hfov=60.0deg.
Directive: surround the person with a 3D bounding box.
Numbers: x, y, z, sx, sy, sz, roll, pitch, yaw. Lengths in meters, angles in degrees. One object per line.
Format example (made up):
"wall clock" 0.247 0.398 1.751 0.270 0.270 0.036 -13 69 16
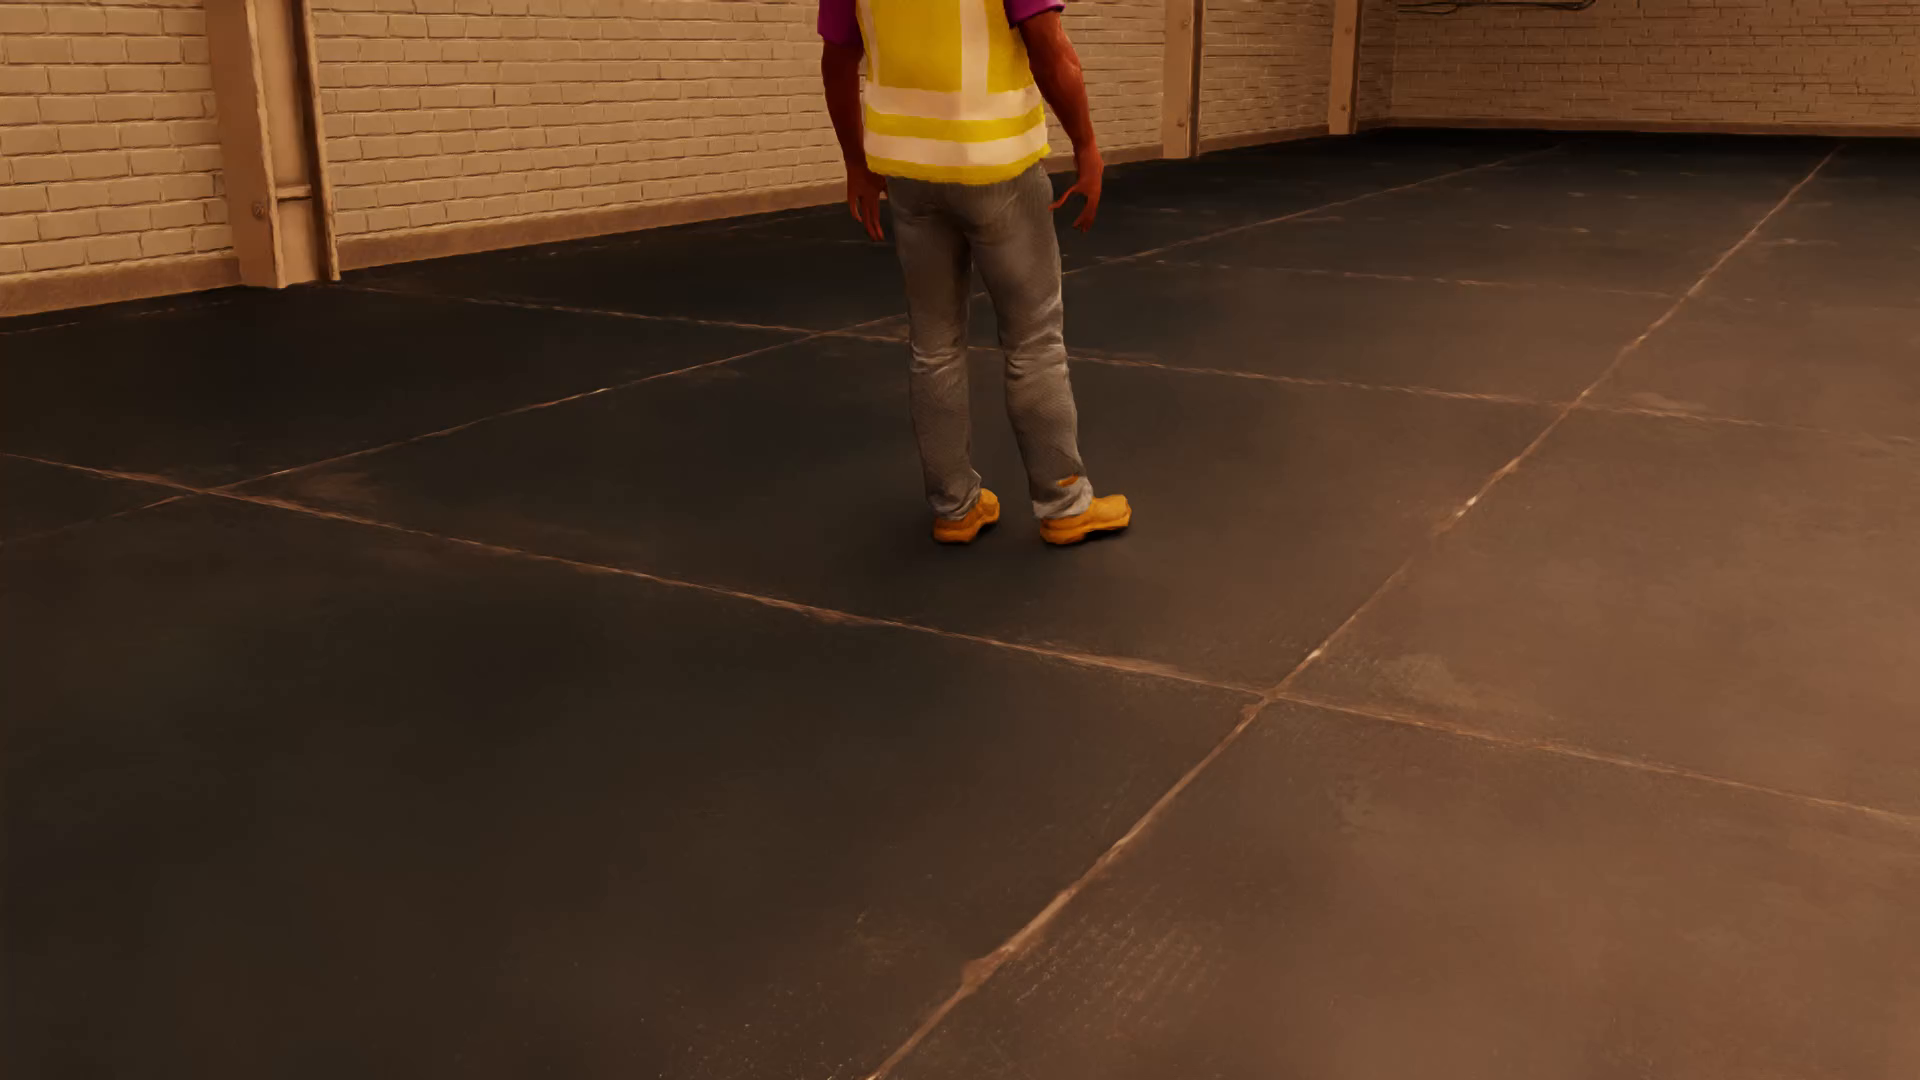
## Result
"person" 0.039 -0.870 3.845 0.665 1.766 0.576 9 19 28
